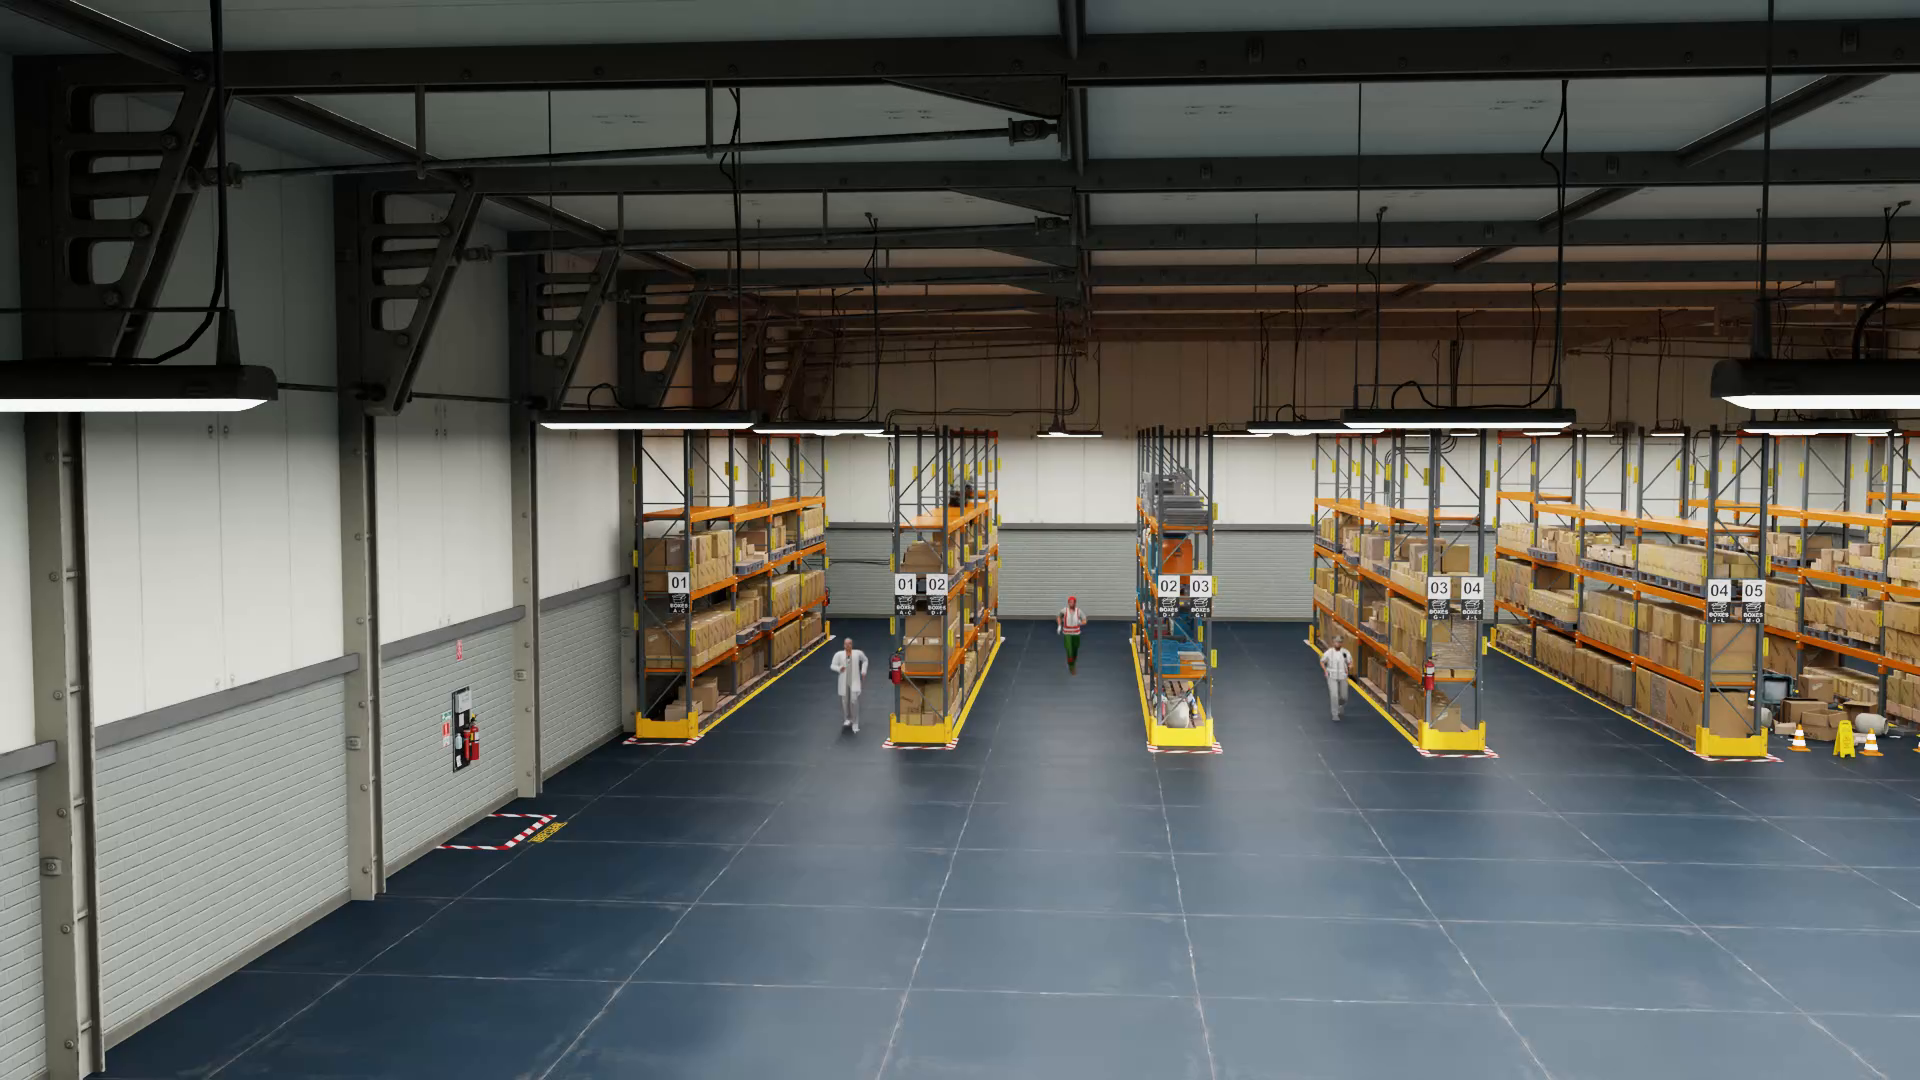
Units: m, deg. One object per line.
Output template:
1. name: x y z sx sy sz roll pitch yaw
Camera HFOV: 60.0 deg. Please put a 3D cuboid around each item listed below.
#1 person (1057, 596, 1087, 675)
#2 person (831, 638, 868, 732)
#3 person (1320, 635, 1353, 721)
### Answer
1. person: 2.600 2.213 38.531 0.661 1.829 0.919 0 3 -3
2. person: -2.195 2.862 32.869 0.710 1.861 0.790 0 3 1
3. person: 7.726 2.803 34.100 0.670 1.733 0.751 0 3 5
